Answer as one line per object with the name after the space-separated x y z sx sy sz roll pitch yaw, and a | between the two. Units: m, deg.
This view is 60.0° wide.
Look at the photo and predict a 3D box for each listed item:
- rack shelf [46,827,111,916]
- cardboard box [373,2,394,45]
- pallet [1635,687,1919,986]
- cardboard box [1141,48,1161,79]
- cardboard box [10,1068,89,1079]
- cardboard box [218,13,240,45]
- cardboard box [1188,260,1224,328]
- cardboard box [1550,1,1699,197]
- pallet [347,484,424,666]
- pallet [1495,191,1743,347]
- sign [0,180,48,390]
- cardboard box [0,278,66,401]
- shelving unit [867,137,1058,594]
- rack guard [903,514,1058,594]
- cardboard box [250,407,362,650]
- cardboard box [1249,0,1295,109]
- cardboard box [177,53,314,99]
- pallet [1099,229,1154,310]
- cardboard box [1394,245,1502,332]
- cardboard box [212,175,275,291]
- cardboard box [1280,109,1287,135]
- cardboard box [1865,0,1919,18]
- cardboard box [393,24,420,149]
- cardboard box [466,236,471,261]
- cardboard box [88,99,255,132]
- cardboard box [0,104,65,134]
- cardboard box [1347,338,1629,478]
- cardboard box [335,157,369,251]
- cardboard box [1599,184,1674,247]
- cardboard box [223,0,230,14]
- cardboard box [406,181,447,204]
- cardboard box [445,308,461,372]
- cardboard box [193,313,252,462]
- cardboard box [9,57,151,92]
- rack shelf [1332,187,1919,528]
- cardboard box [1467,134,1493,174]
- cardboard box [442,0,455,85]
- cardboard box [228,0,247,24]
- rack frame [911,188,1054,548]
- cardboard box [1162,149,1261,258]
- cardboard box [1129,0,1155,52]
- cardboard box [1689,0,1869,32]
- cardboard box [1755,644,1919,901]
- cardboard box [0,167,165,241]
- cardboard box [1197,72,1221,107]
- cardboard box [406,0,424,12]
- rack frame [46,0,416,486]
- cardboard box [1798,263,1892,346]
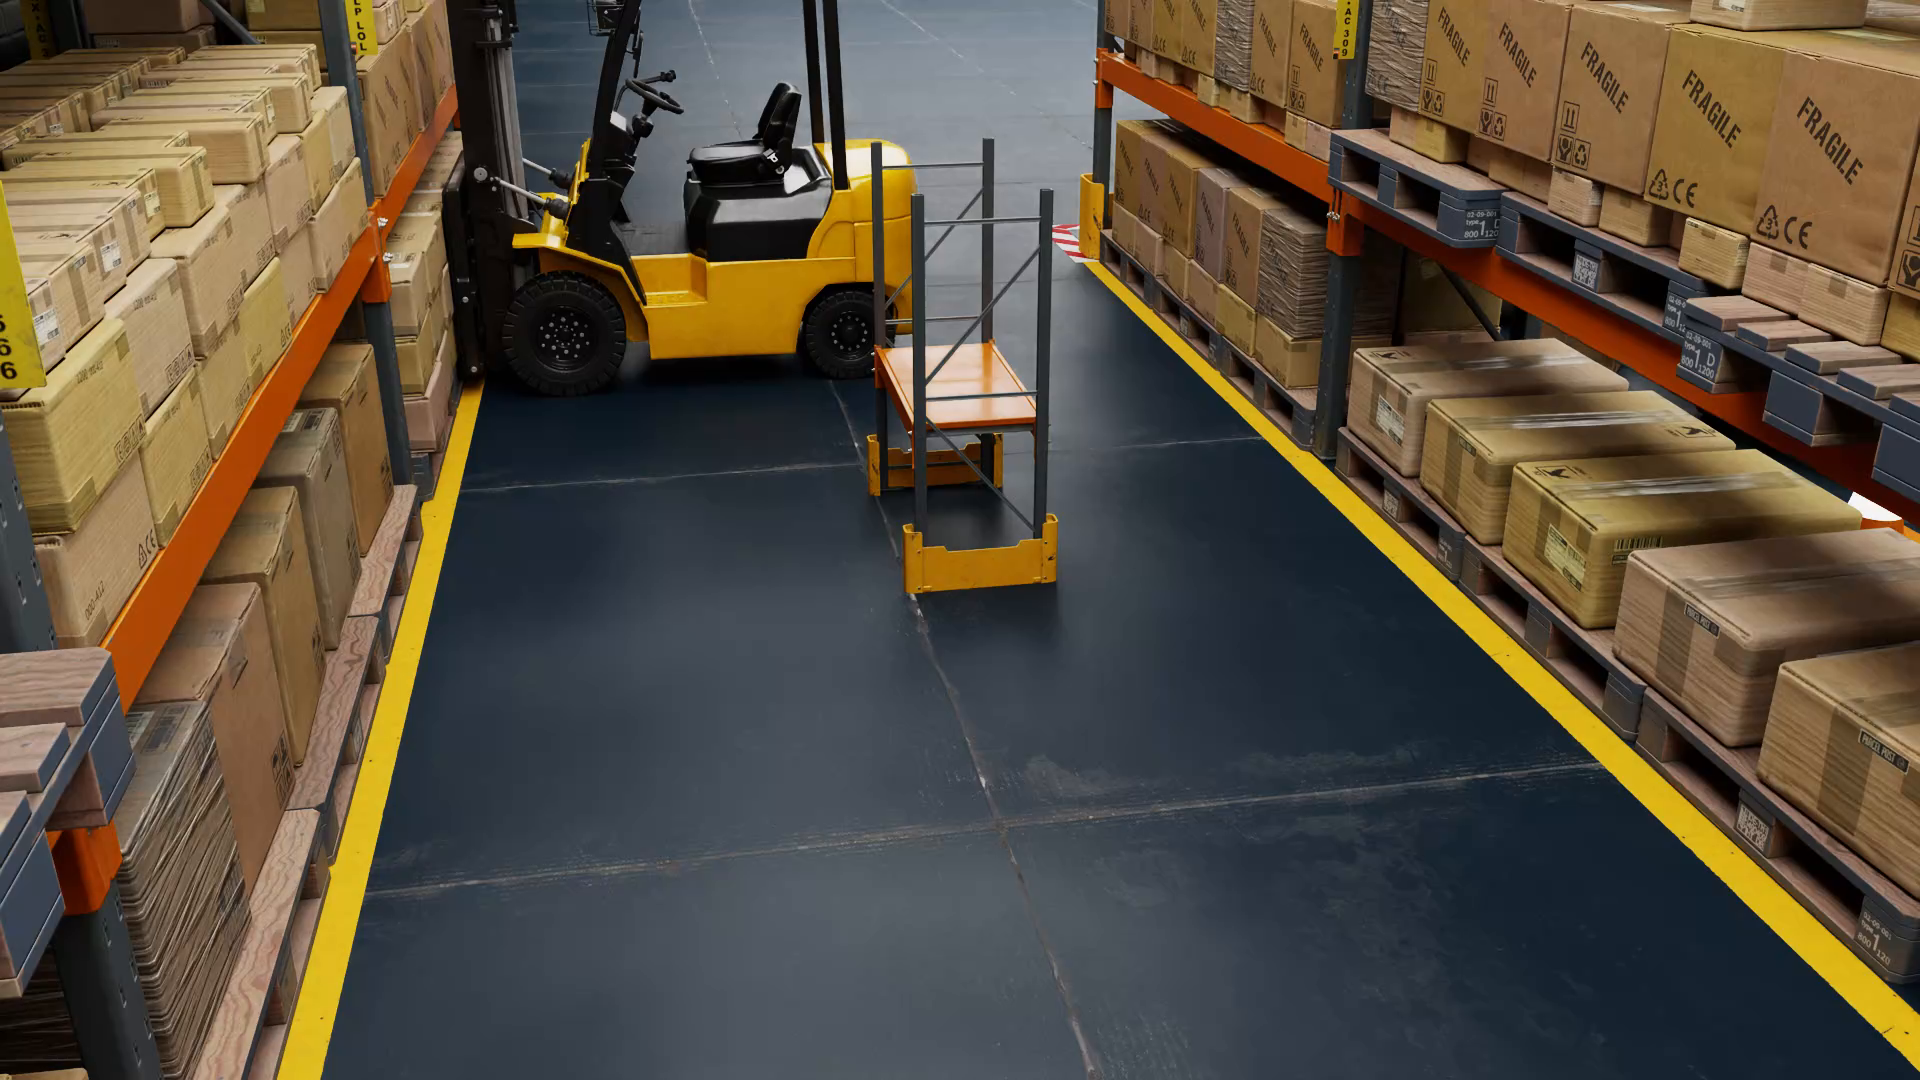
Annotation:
-1.644 1.268 0.998 1.077 0.370 4.000 -4 24 -10 | rack shelf
-2.652 -2.214 7.137 0.380 0.149 0.250 -4 24 -9 | cardboard box
2.720 0.753 4.762 1.003 0.211 1.213 -4 24 -10 | pallet
1.275 -2.788 9.700 0.380 0.149 0.250 -4 24 -9 | cardboard box
-1.725 1.255 2.727 0.500 0.500 0.500 -4 24 -8 | cardboard box
-3.187 -2.073 6.813 0.380 0.149 0.250 -4 24 -8 | cardboard box
1.552 -1.345 8.992 0.500 0.250 0.500 -4 24 -9 | cardboard box
2.205 -1.366 5.108 0.500 0.500 0.500 -5 24 -12 | cardboard box
-2.579 0.143 6.159 1.003 0.211 1.213 -4 24 -10 | pallet
2.457 -0.905 5.314 1.003 0.211 1.213 -4 24 -10 | pallet
-1.483 -0.387 2.540 0.100 0.325 0.005 -4 24 -10 | sign
-1.784 -0.339 2.842 0.380 0.149 0.250 -4 24 -8 | cardboard box
-0.014 -0.717 6.518 0.587 1.500 1.083 -4 24 -10 | shelving unit
0.078 0.051 6.320 0.587 0.250 0.087 -4 24 -10 | rack guard
-2.510 -0.016 5.481 0.875 0.625 0.625 -5 24 -10 | cardboard box
1.695 -2.331 7.843 0.500 0.500 0.500 -4 24 -8 | cardboard box
-2.407 -1.547 5.608 0.380 0.149 0.250 -5 24 -11 | cardboard box
1.514 -1.734 10.456 1.003 0.211 1.213 -4 24 -10 | pallet
2.280 -1.319 7.995 0.500 0.500 0.500 -3 24 -7 | cardboard box
-2.146 -0.805 4.407 0.500 0.250 0.500 -4 24 -9 | cardboard box
1.740 -1.985 7.862 0.380 0.149 0.250 -4 24 -9 | cardboard box
2.715 -1.396 5.177 0.500 0.500 0.500 -5 24 -12 | cardboard box
-2.787 -2.064 7.604 0.500 0.500 0.500 -5 24 -10 | cardboard box
-2.898 -1.589 8.926 0.500 0.250 0.500 -5 24 -11 | cardboard box
-2.207 -1.146 4.692 0.380 0.149 0.250 -4 24 -9 | cardboard box
-2.716 -1.105 4.598 0.380 0.149 0.250 -4 24 -10 | cardboard box
2.223 -0.573 7.072 0.950 0.372 0.625 -4 24 -9 | cardboard box
-2.403 -1.174 5.878 0.500 0.250 0.500 -4 24 -9 | cardboard box
2.207 -1.010 5.103 0.380 0.149 0.250 -5 24 -11 | cardboard box
-3.177 -2.209 6.754 0.380 0.149 0.250 -5 24 -10 | cardboard box
-2.812 -1.630 8.395 0.500 0.250 0.500 -5 24 -11 | cardboard box
-2.737 -0.968 8.130 0.500 0.250 0.500 -4 24 -9 | cardboard box
-2.046 -0.373 4.043 0.500 0.250 0.500 -5 24 -11 | cardboard box
-2.902 -1.501 5.504 0.380 0.149 0.250 -5 24 -12 | cardboard box
2.494 -0.674 5.445 1.077 0.370 4.000 -4 24 -10 | rack shelf
2.080 -1.422 6.048 0.380 0.149 0.250 -3 24 -6 | cardboard box
-3.144 -2.867 9.441 0.500 0.500 0.500 -5 24 -11 | cardboard box
-2.676 -2.143 6.603 0.380 0.149 0.250 -4 24 -9 | cardboard box
0.078 -0.521 6.069 0.500 1.500 0.032 -4 24 -10 | rack frame
1.452 -1.890 9.303 0.500 0.500 0.500 -4 24 -9 | cardboard box
1.298 -3.136 9.685 0.500 0.500 0.500 -4 24 -8 | cardboard box
2.284 -1.512 4.632 0.380 0.149 0.250 -5 24 -12 | cardboard box
2.769 0.572 4.452 0.950 0.372 0.625 -6 24 -13 | cardboard box
-2.043 -0.741 3.764 0.380 0.149 0.250 -4 24 -9 | cardboard box
1.472 -2.380 8.766 0.380 0.149 0.250 -4 24 -9 | cardboard box
-2.893 -2.720 8.294 0.380 0.149 0.250 -4 24 -9 | cardboard box
-2.754 -1.422 6.258 1.000 3.000 0.127 -4 24 -10 | rack frame
2.360 -0.602 4.170 0.380 0.149 0.250 -5 24 -10 | cardboard box
